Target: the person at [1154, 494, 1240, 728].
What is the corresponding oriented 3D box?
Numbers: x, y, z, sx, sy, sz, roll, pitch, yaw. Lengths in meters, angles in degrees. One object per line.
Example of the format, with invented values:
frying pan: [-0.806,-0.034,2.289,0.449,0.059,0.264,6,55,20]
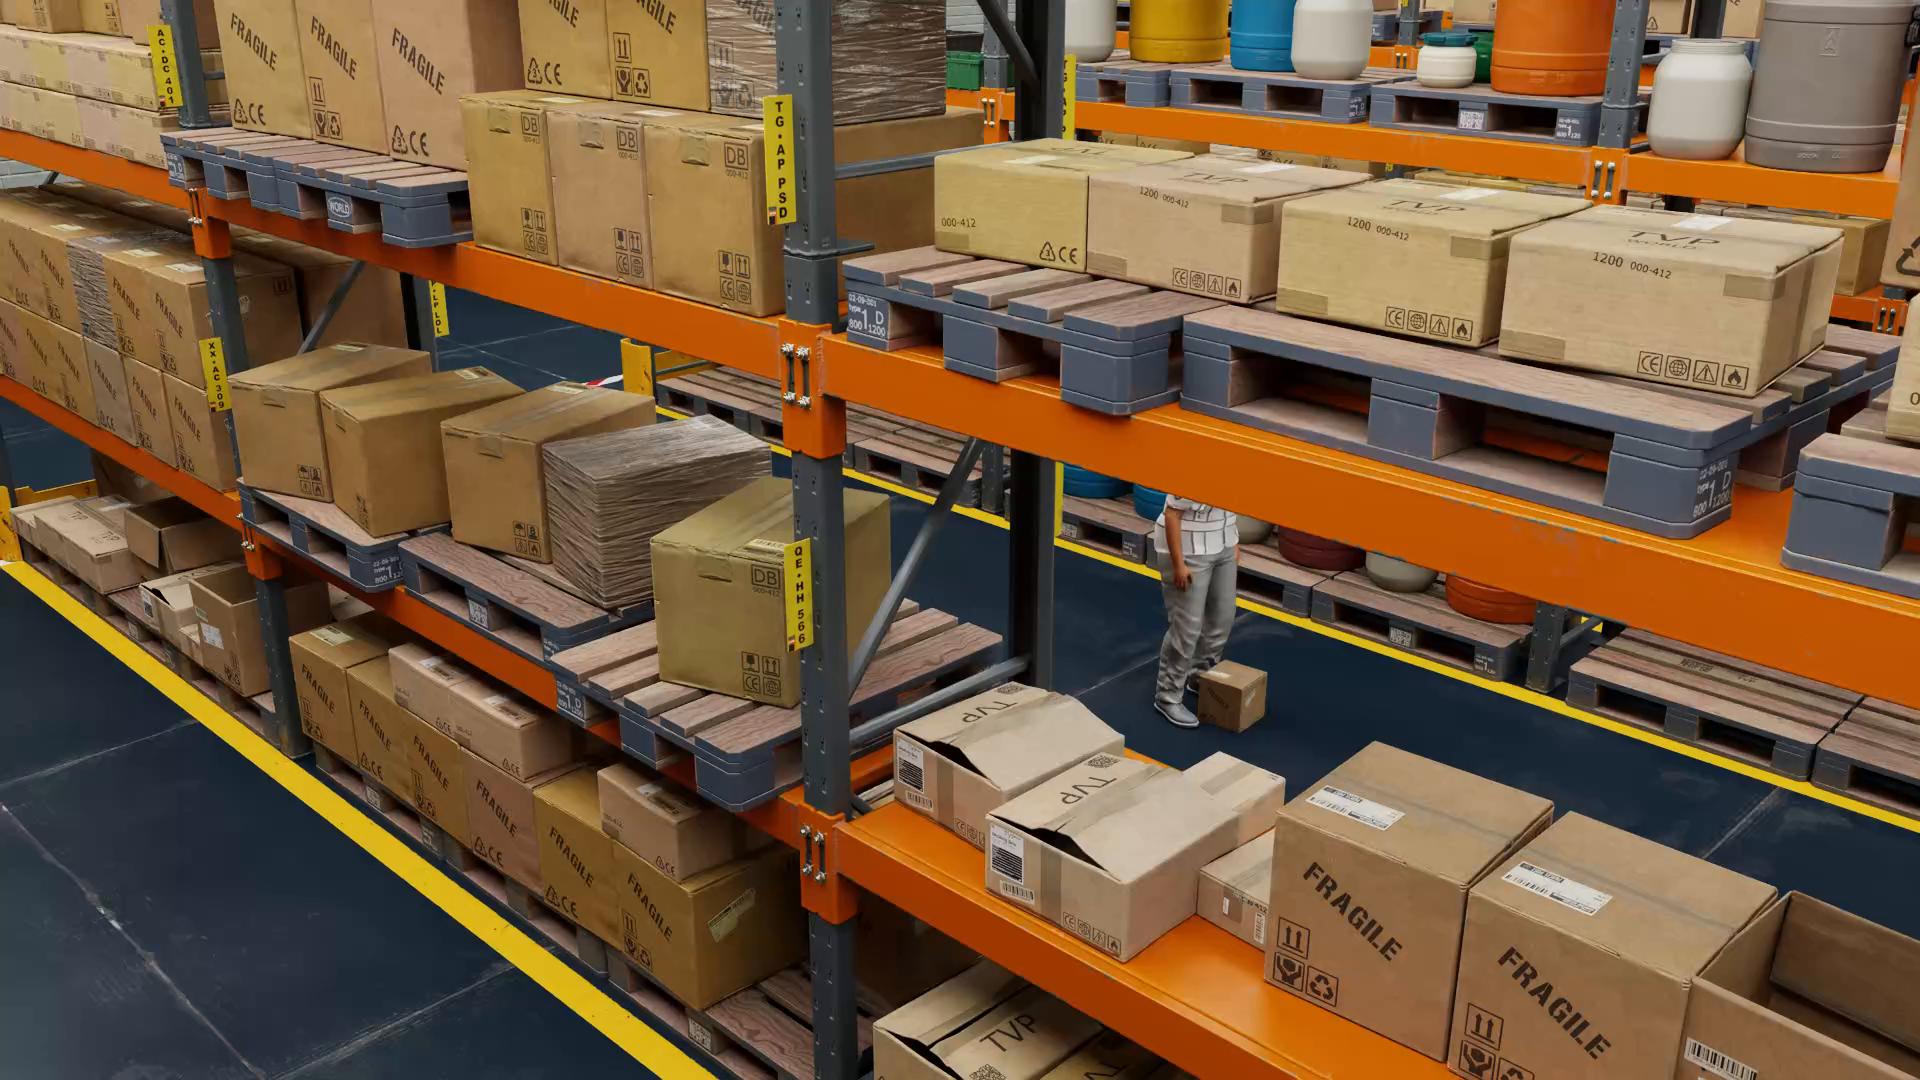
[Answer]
person: [1.229,0.079,8.360,0.469,1.666,0.542,19,28,41]
